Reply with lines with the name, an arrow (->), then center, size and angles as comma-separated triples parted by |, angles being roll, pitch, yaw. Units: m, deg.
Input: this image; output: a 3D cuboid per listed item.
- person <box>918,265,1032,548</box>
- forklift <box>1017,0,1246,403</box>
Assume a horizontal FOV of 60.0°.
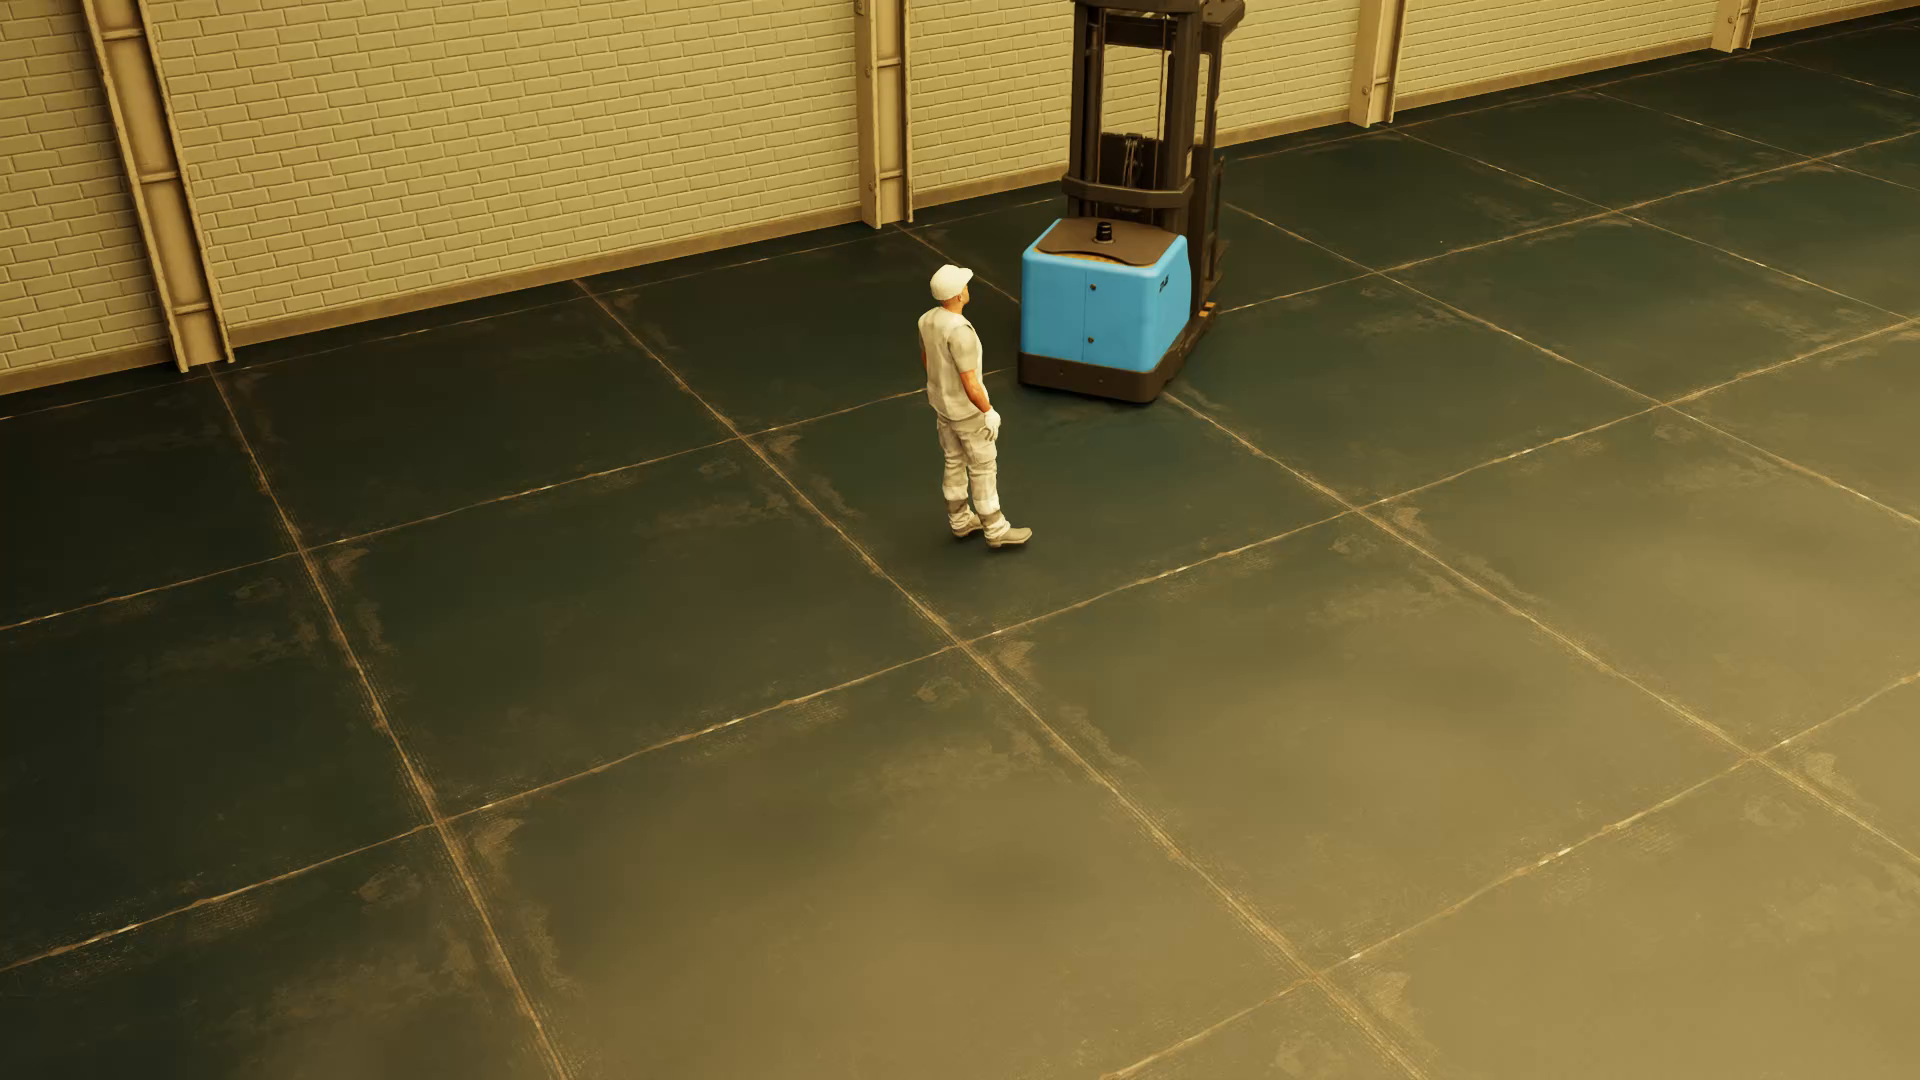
person -> 0.074, -0.824, 10.043 | 0.564, 1.786, 0.638 | -17, 35, -26
forklift -> 1.449, -2.992, 12.644 | 1.130, 2.935, 3.031 | 12, 33, 19
